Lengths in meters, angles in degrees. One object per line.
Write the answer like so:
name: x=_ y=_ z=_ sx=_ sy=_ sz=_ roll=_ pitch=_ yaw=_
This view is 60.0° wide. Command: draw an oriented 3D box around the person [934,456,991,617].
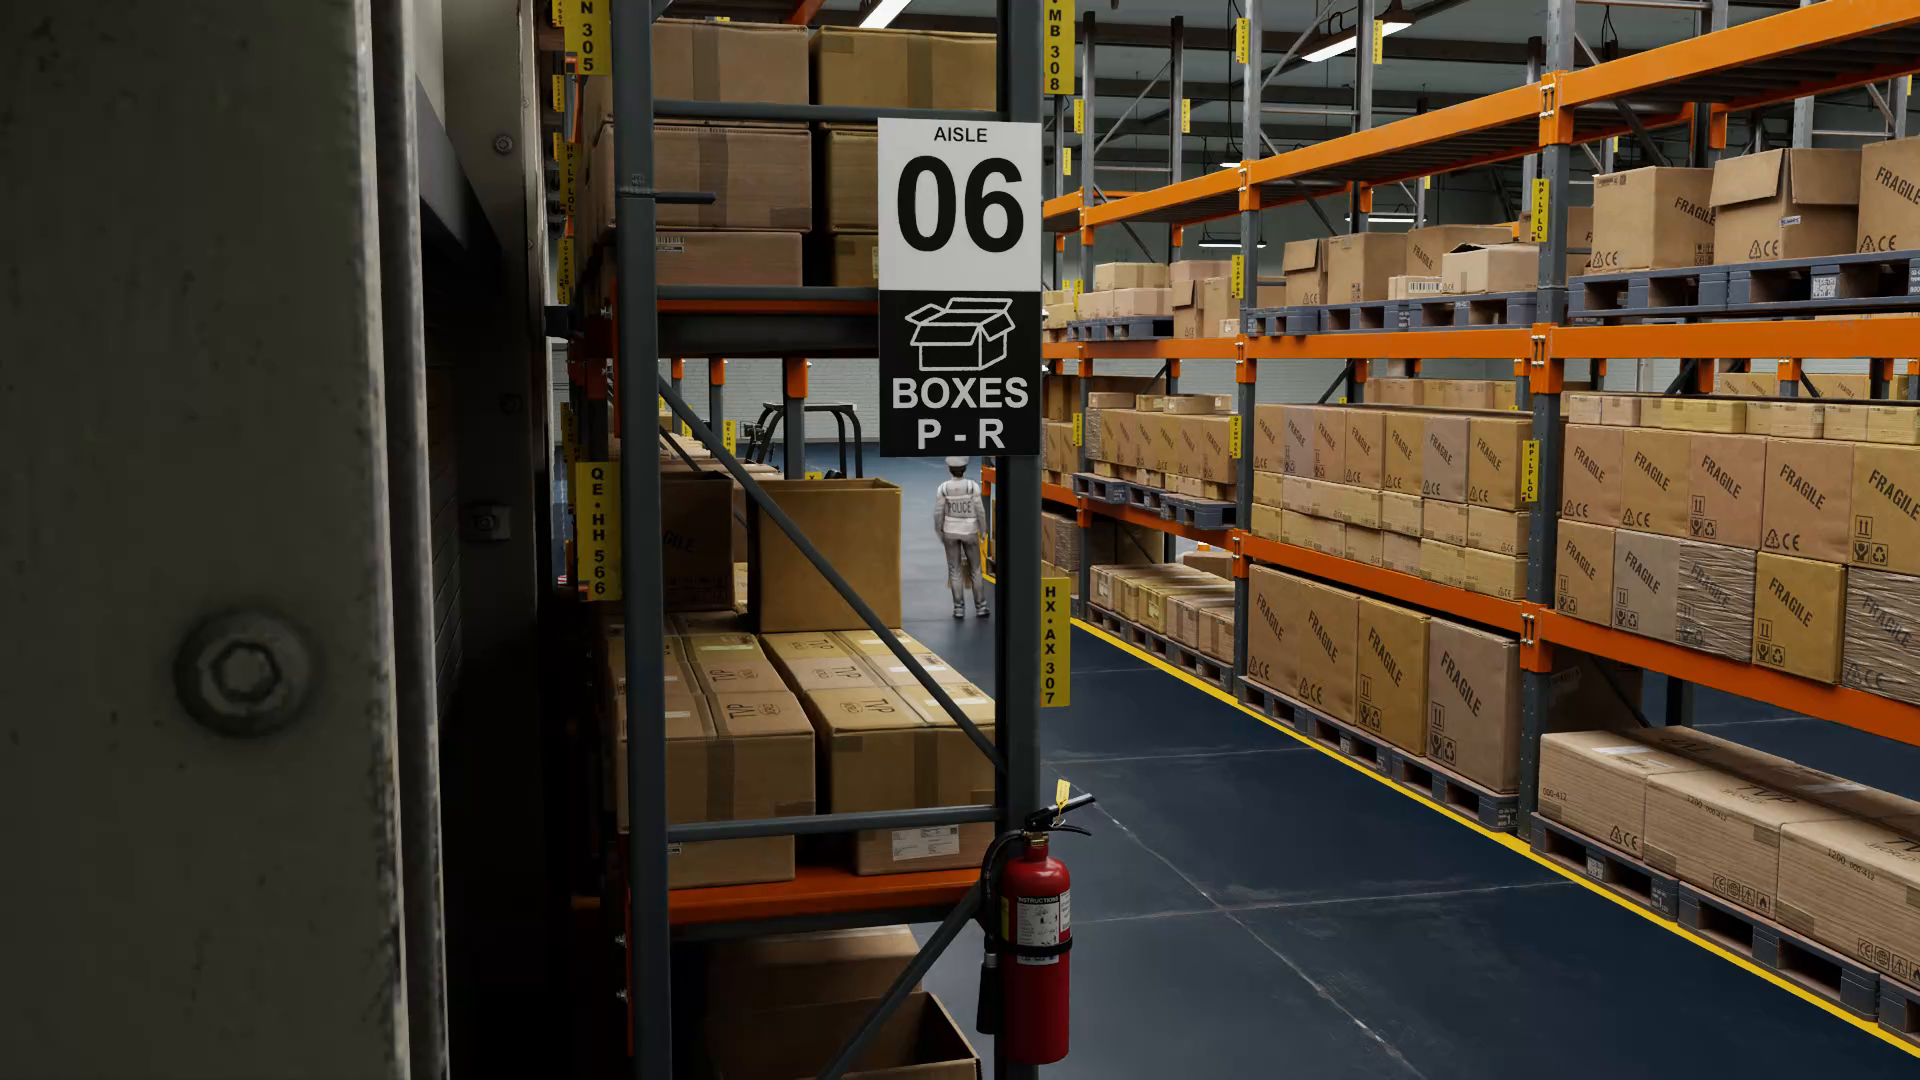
person: x=0.021 y=-0.061 z=17.001 sx=0.564 sy=1.696 sz=0.540 roll=1 pitch=6 yaw=5
